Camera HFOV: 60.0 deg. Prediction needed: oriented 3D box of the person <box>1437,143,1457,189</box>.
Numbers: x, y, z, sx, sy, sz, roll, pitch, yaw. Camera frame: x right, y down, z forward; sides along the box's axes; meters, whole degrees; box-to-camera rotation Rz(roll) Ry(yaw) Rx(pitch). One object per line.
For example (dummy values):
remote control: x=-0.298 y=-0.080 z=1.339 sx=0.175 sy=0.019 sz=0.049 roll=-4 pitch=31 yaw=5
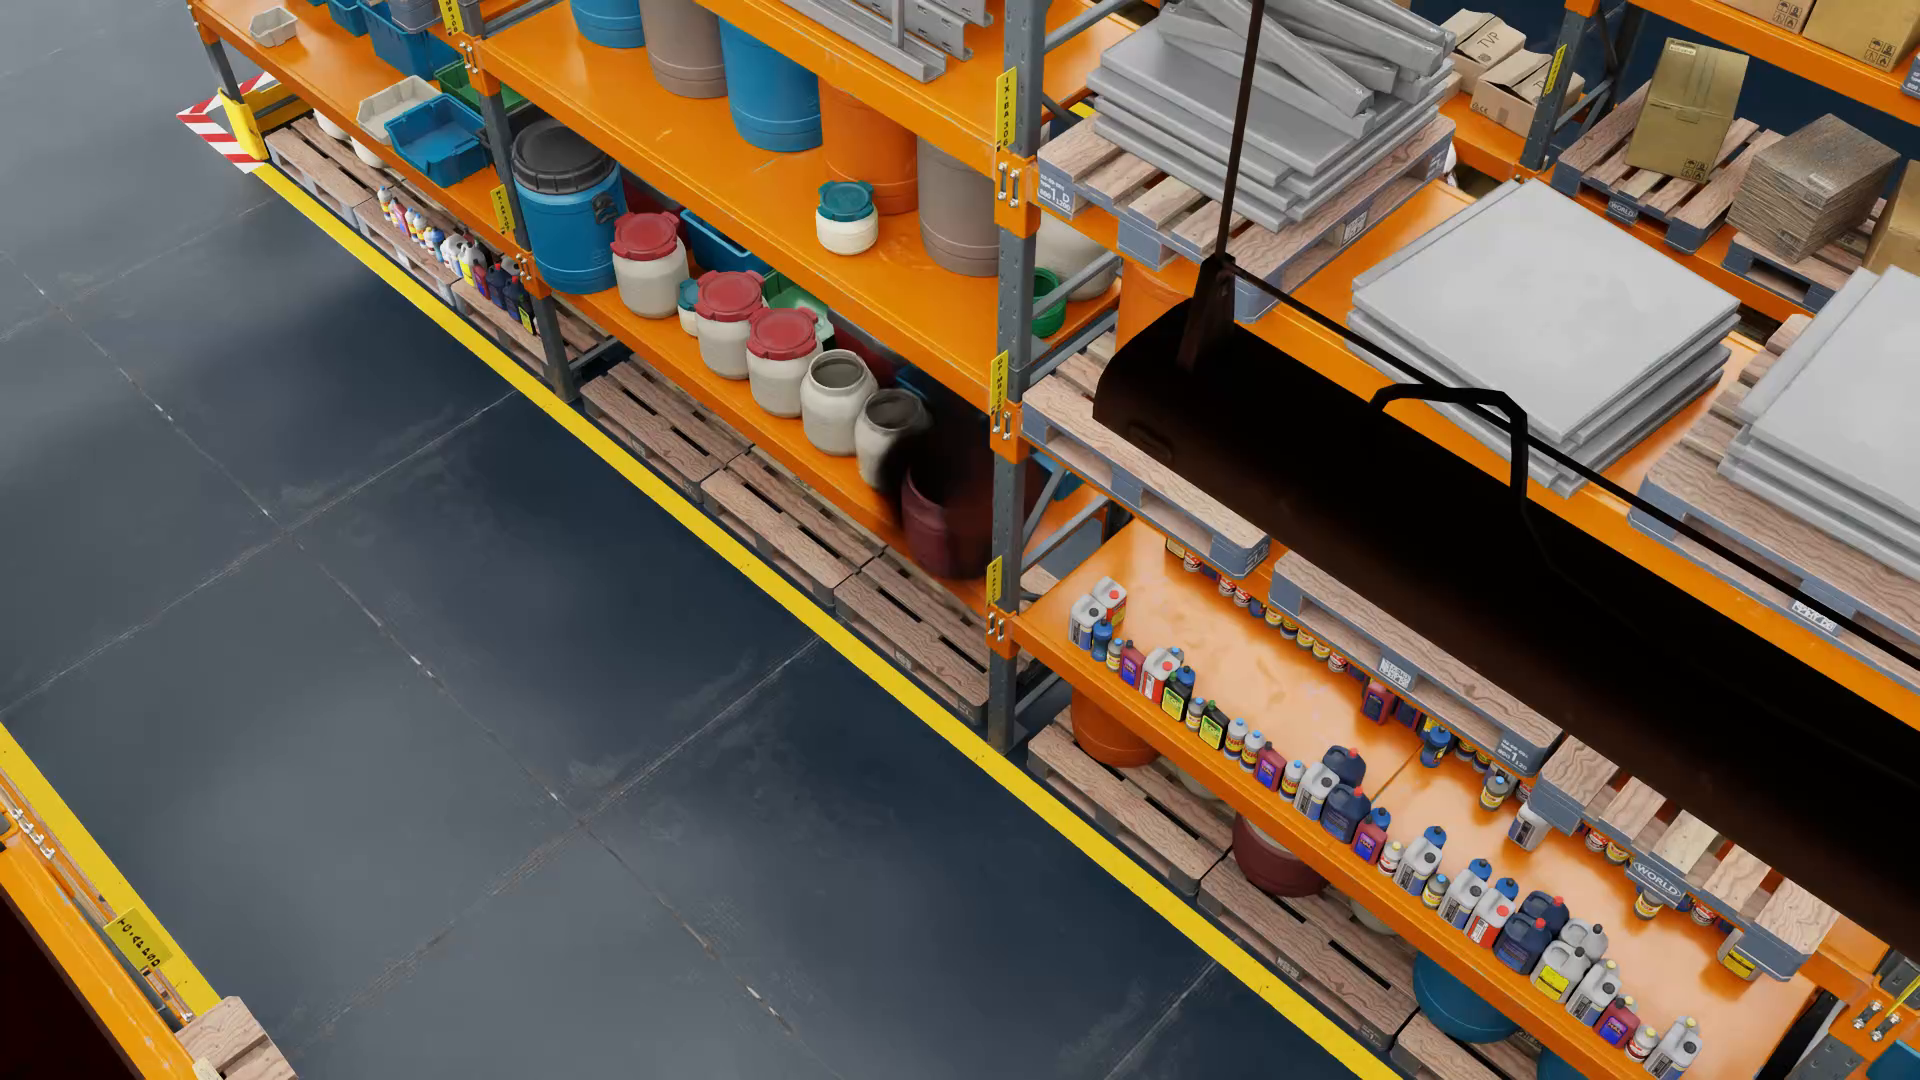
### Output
person: x=2.832 y=-1.765 z=10.356 sx=0.682 sy=1.778 sz=0.542 roll=20 pitch=53 yaw=16
